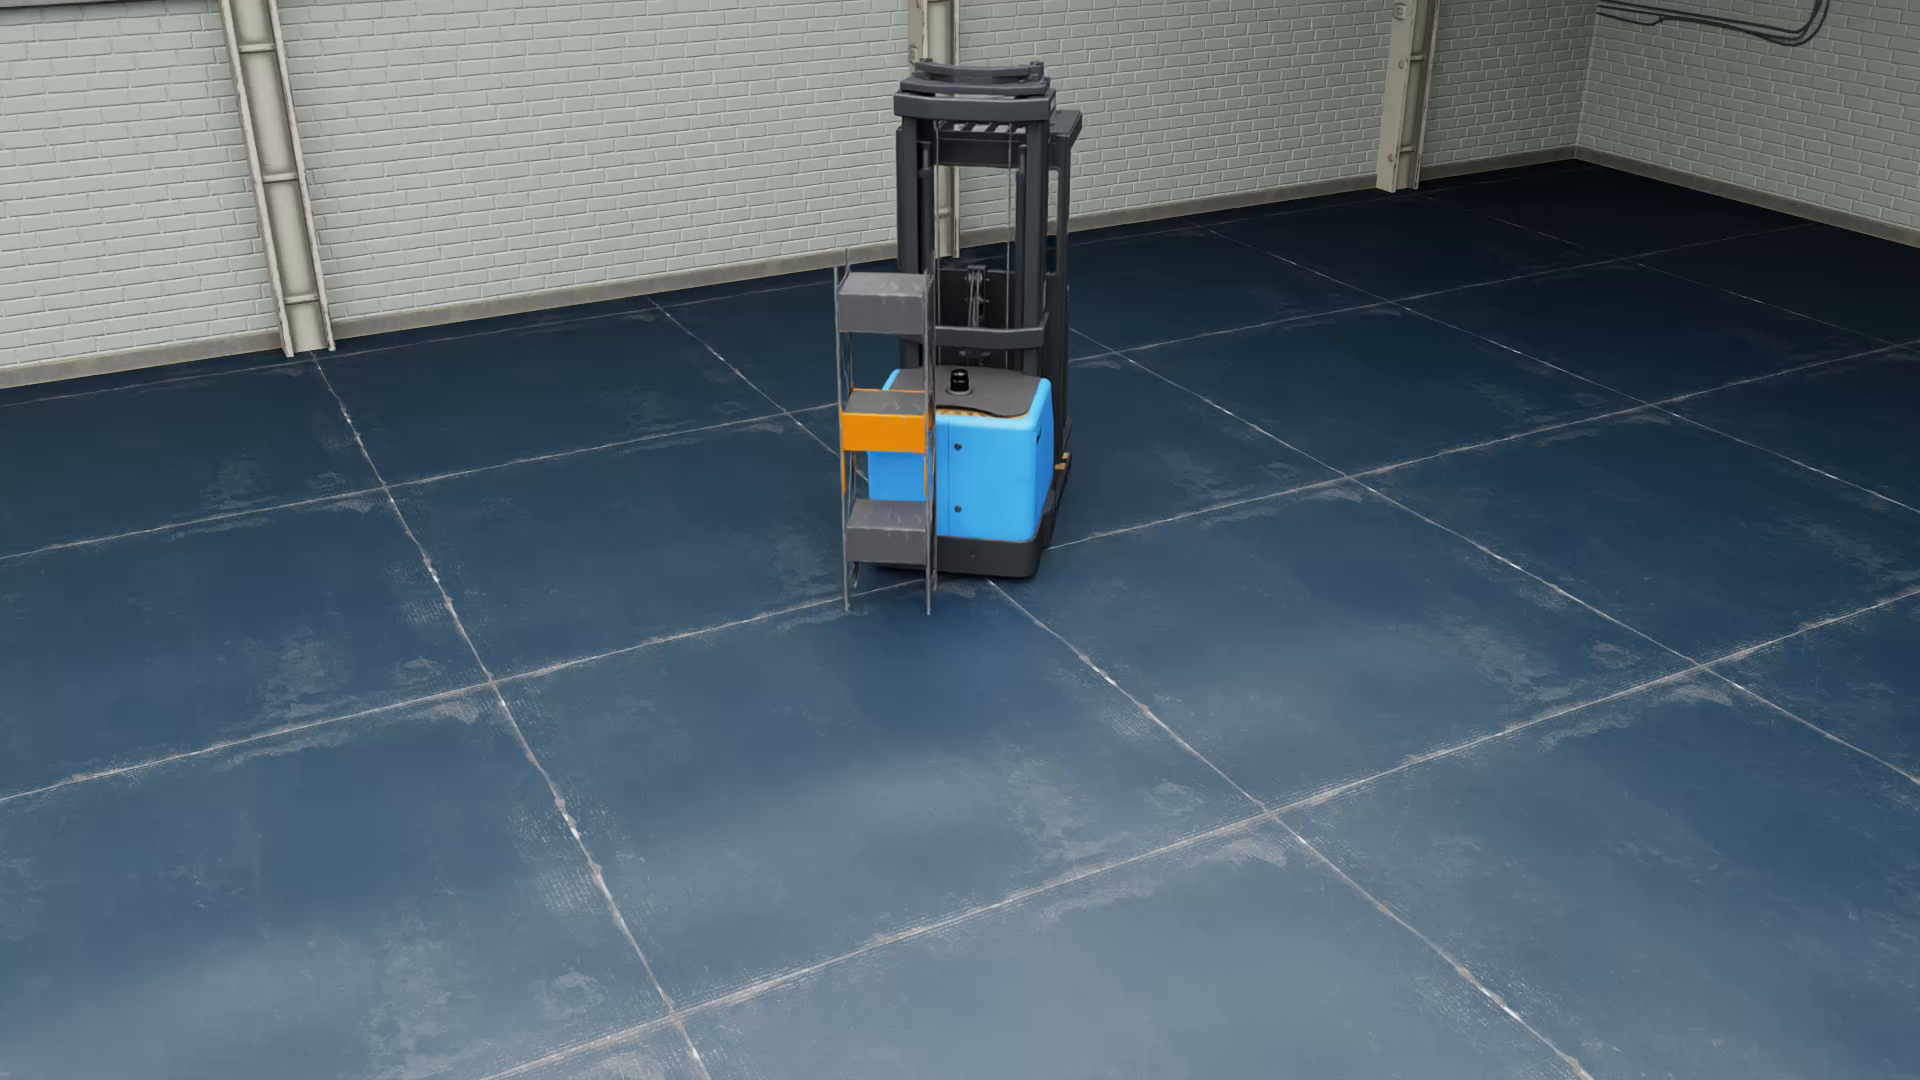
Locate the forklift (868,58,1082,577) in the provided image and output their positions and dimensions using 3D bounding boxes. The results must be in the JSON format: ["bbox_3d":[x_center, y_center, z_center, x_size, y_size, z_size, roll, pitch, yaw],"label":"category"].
[{"bbox_3d":[0.185,-1.705,10.915,1.130,2.935,3.031,4,26,9],"label":"forklift"}]

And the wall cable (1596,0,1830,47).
[{"bbox_3d":[8.268,-6.828,18.163,0.112,2.526,3.097,-13,29,-25],"label":"wall cable"}]

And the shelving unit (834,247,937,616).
[{"bbox_3d":[-0.409,-0.594,9.561,0.503,2.100,0.431,2,26,5],"label":"shelving unit"}]

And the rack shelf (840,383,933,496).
[{"bbox_3d":[-0.409,-0.582,9.567,0.480,0.518,0.431,2,26,5],"label":"rack shelf"}]

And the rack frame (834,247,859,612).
[{"bbox_3d":[-0.652,-0.605,9.583,0.015,2.100,0.400,2,26,5],"label":"rack frame"}]

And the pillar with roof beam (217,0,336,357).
[{"bbox_3d":[-3.516,-4.045,8.778,0.400,9.000,9.100,-13,29,-25],"label":"pillar with roof beam"}]

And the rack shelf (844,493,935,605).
[{"bbox_3d":[-0.409,0.049,9.870,0.480,0.518,0.431,2,26,5],"label":"rack shelf"}]

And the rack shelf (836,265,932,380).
[{"bbox_3d":[-0.409,-1.213,9.264,0.480,0.518,0.431,2,26,5],"label":"rack shelf"}]

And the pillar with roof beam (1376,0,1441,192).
[{"bbox_3d":[7.072,-6.489,13.868,0.400,9.000,9.100,-13,29,-25],"label":"pillar with roof beam"}]

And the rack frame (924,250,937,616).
[{"bbox_3d":[-0.166,-0.584,9.539,0.015,2.100,0.400,2,26,5],"label":"rack frame"}]

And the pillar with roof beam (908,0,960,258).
[{"bbox_3d":[1.778,-5.267,11.323,0.400,9.000,9.100,-13,29,-25],"label":"pillar with roof beam"}]
